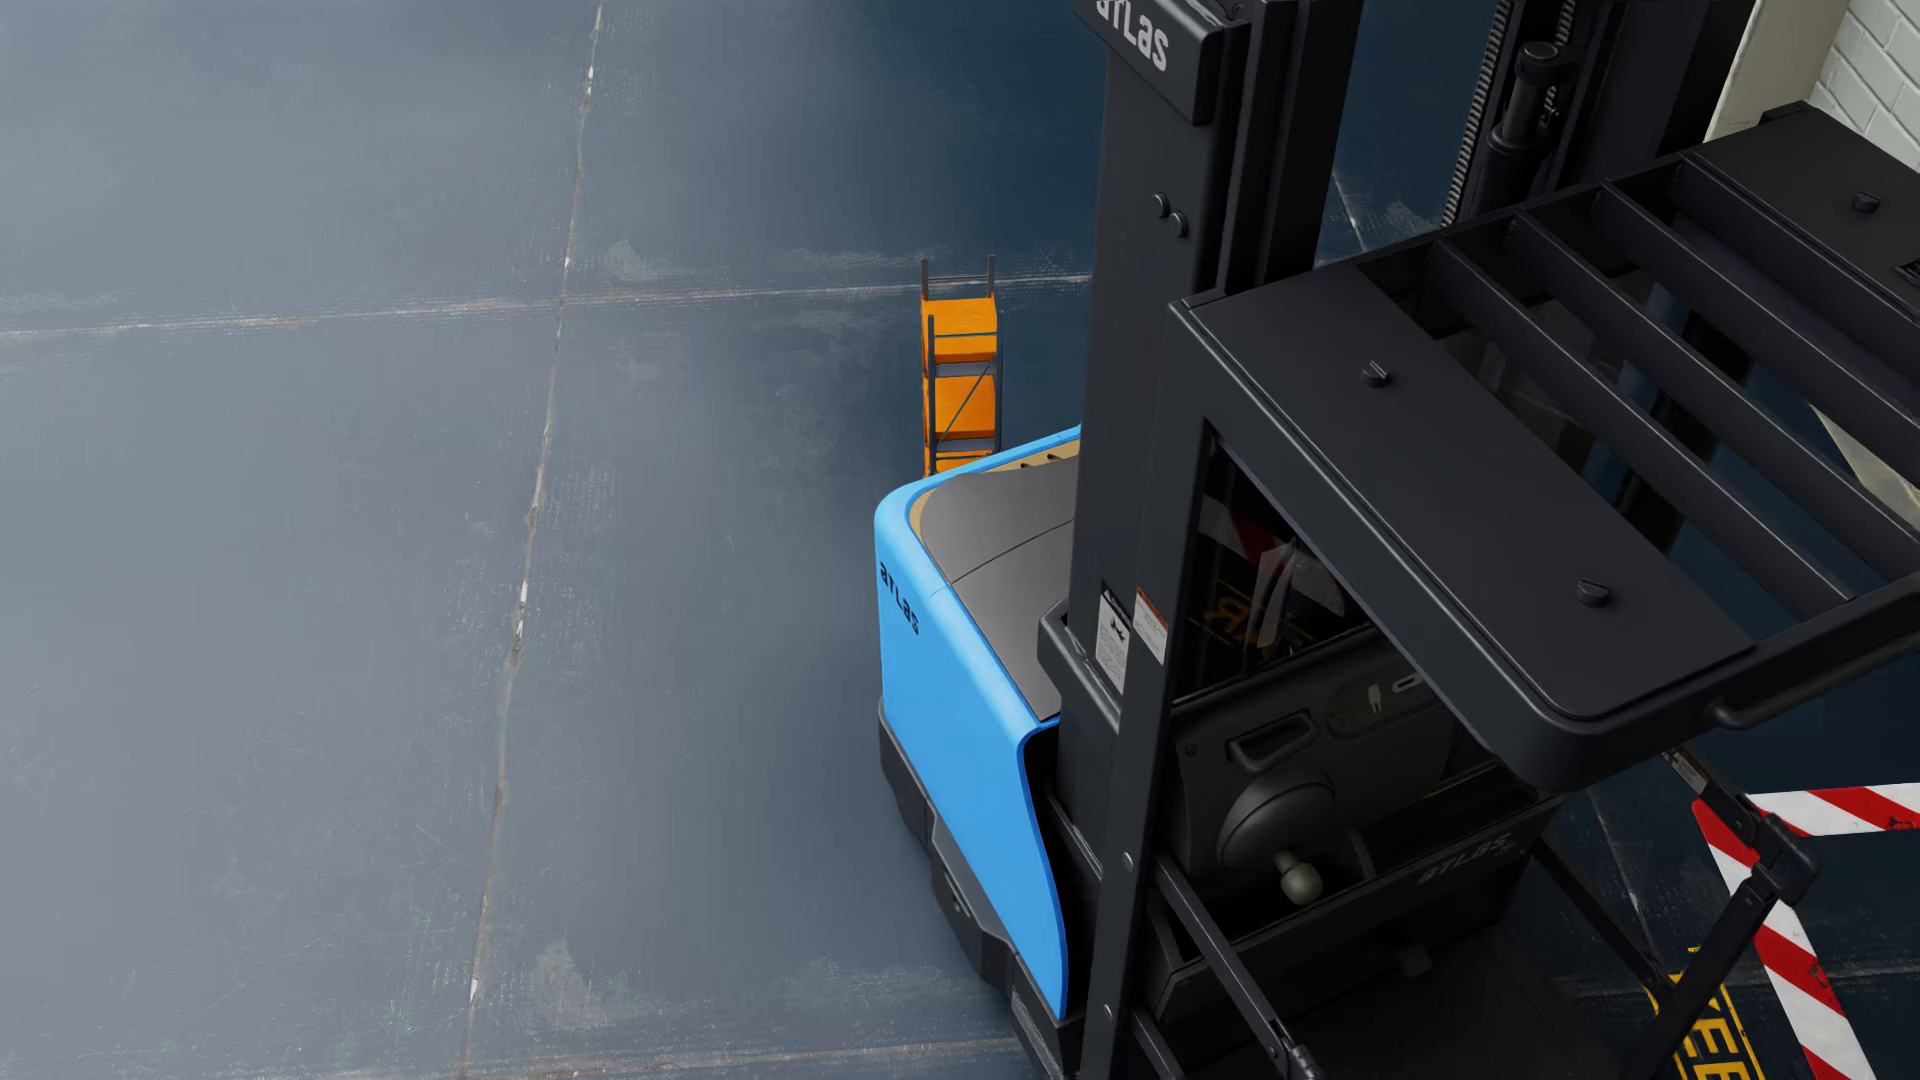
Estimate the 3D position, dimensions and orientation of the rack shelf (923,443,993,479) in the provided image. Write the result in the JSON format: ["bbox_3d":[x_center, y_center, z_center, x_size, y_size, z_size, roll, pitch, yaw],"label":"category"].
[{"bbox_3d":[0.004,-0.124,5.042,0.215,0.259,0.240,-3,47,-3],"label":"rack shelf"}]

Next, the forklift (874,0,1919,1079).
[{"bbox_3d":[0.884,0.433,2.821,1.130,2.935,3.031,-20,50,-18],"label":"forklift"}]

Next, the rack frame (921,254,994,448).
[{"bbox_3d":[-0.006,-0.411,4.916,0.200,1.050,0.008,-3,47,-3],"label":"rack frame"}]

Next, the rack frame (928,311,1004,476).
[{"bbox_3d":[0.015,-0.234,4.749,0.200,1.050,0.008,-3,47,-3],"label":"rack frame"}]

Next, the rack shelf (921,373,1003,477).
[{"bbox_3d":[0.004,-0.315,4.840,0.215,0.259,0.240,-3,47,-3],"label":"rack shelf"}]

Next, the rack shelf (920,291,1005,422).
[{"bbox_3d":[0.004,-0.510,4.634,0.215,0.259,0.240,-3,47,-3],"label":"rack shelf"}]

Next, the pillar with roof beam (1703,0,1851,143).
[{"bbox_3d":[-1.573,-3.948,2.792,9.100,9.000,0.400,-3,47,-3],"label":"pillar with roof beam"}]

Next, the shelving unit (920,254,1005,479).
[{"bbox_3d":[0.004,-0.322,4.832,0.215,1.050,0.252,-3,47,-3],"label":"shelving unit"}]
